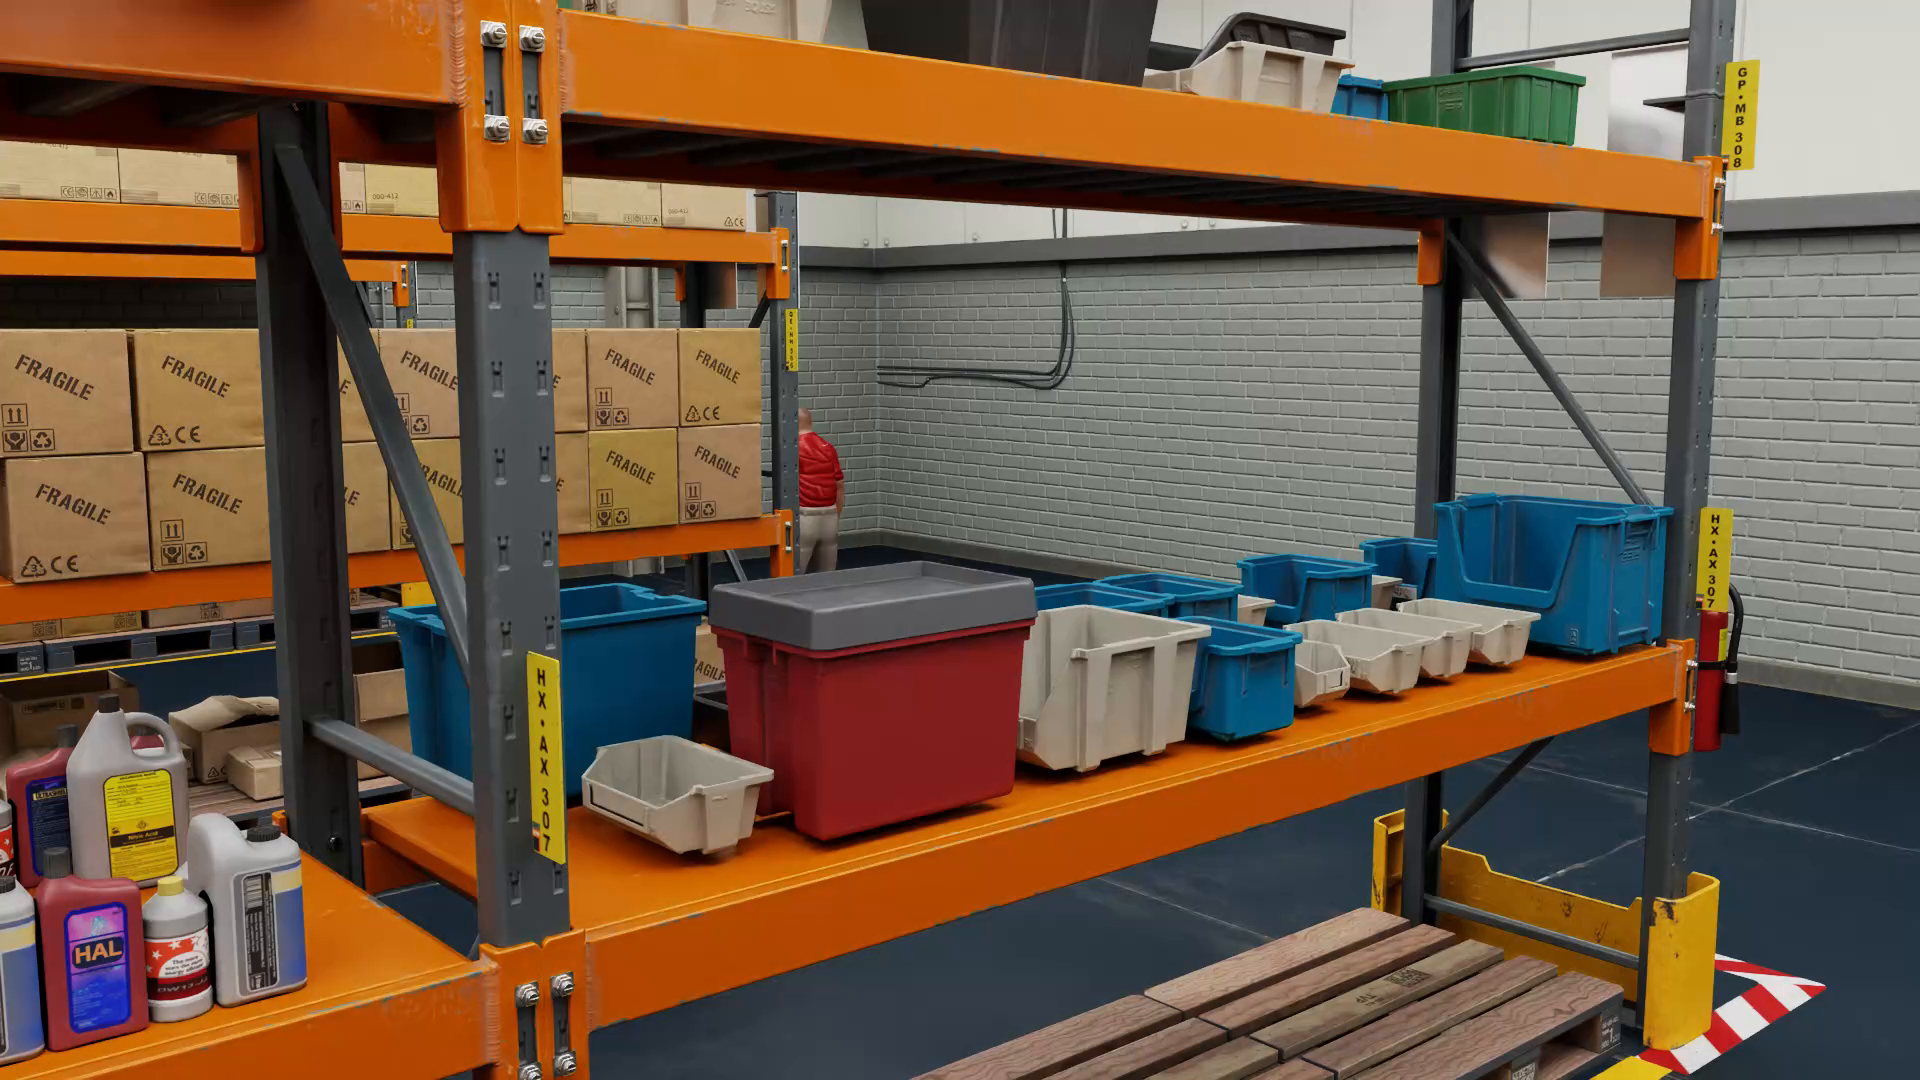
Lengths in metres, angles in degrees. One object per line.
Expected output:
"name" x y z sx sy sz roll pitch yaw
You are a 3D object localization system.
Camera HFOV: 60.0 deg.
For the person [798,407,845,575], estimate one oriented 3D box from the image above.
"person" -1.105 -0.098 12.092 0.587 1.727 0.394 -6 10 -41
